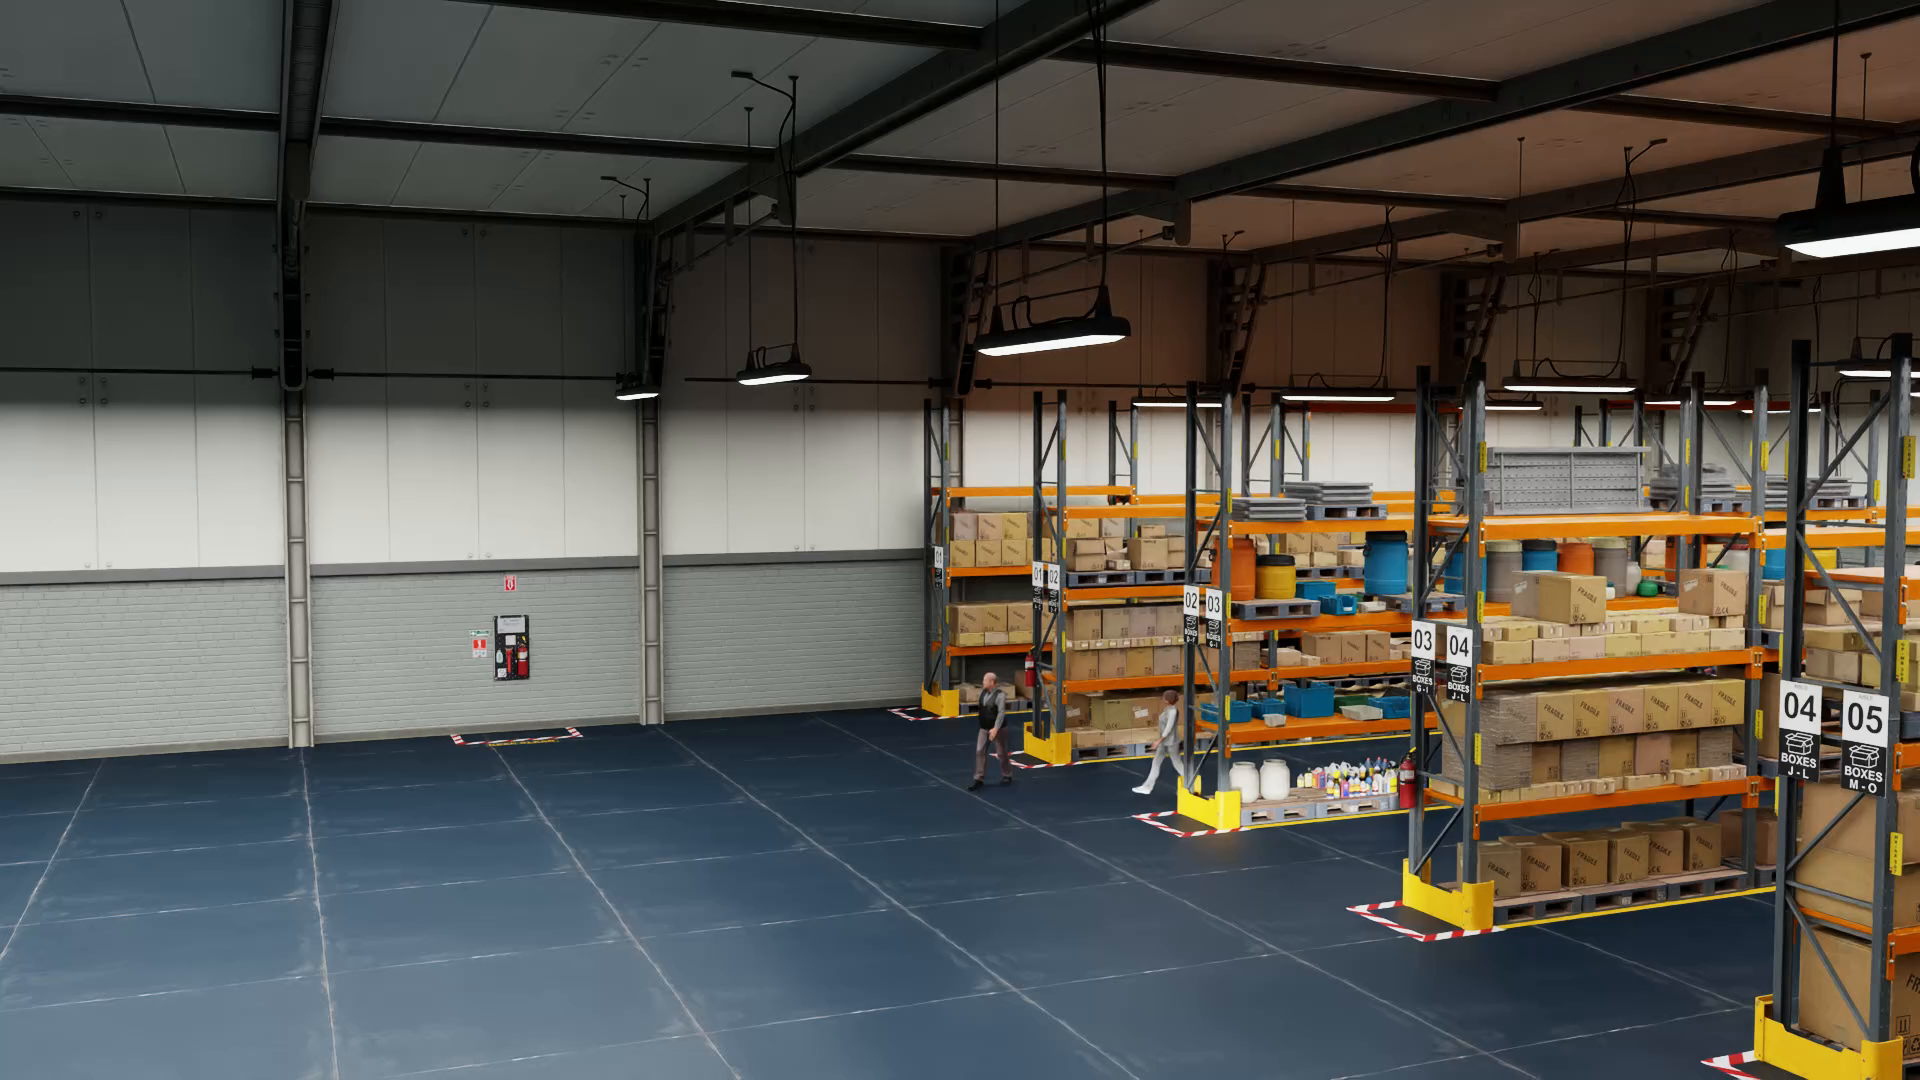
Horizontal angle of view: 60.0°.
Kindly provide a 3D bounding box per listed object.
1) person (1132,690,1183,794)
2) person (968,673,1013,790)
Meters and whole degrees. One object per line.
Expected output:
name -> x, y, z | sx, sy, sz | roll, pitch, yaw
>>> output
person -> 2.978, 2.946, 24.176 | 0.929, 1.546, 0.426 | 0, 3, -8
person -> 0.455, 2.834, 24.867 | 0.564, 1.702, 0.863 | 3, 4, 40
